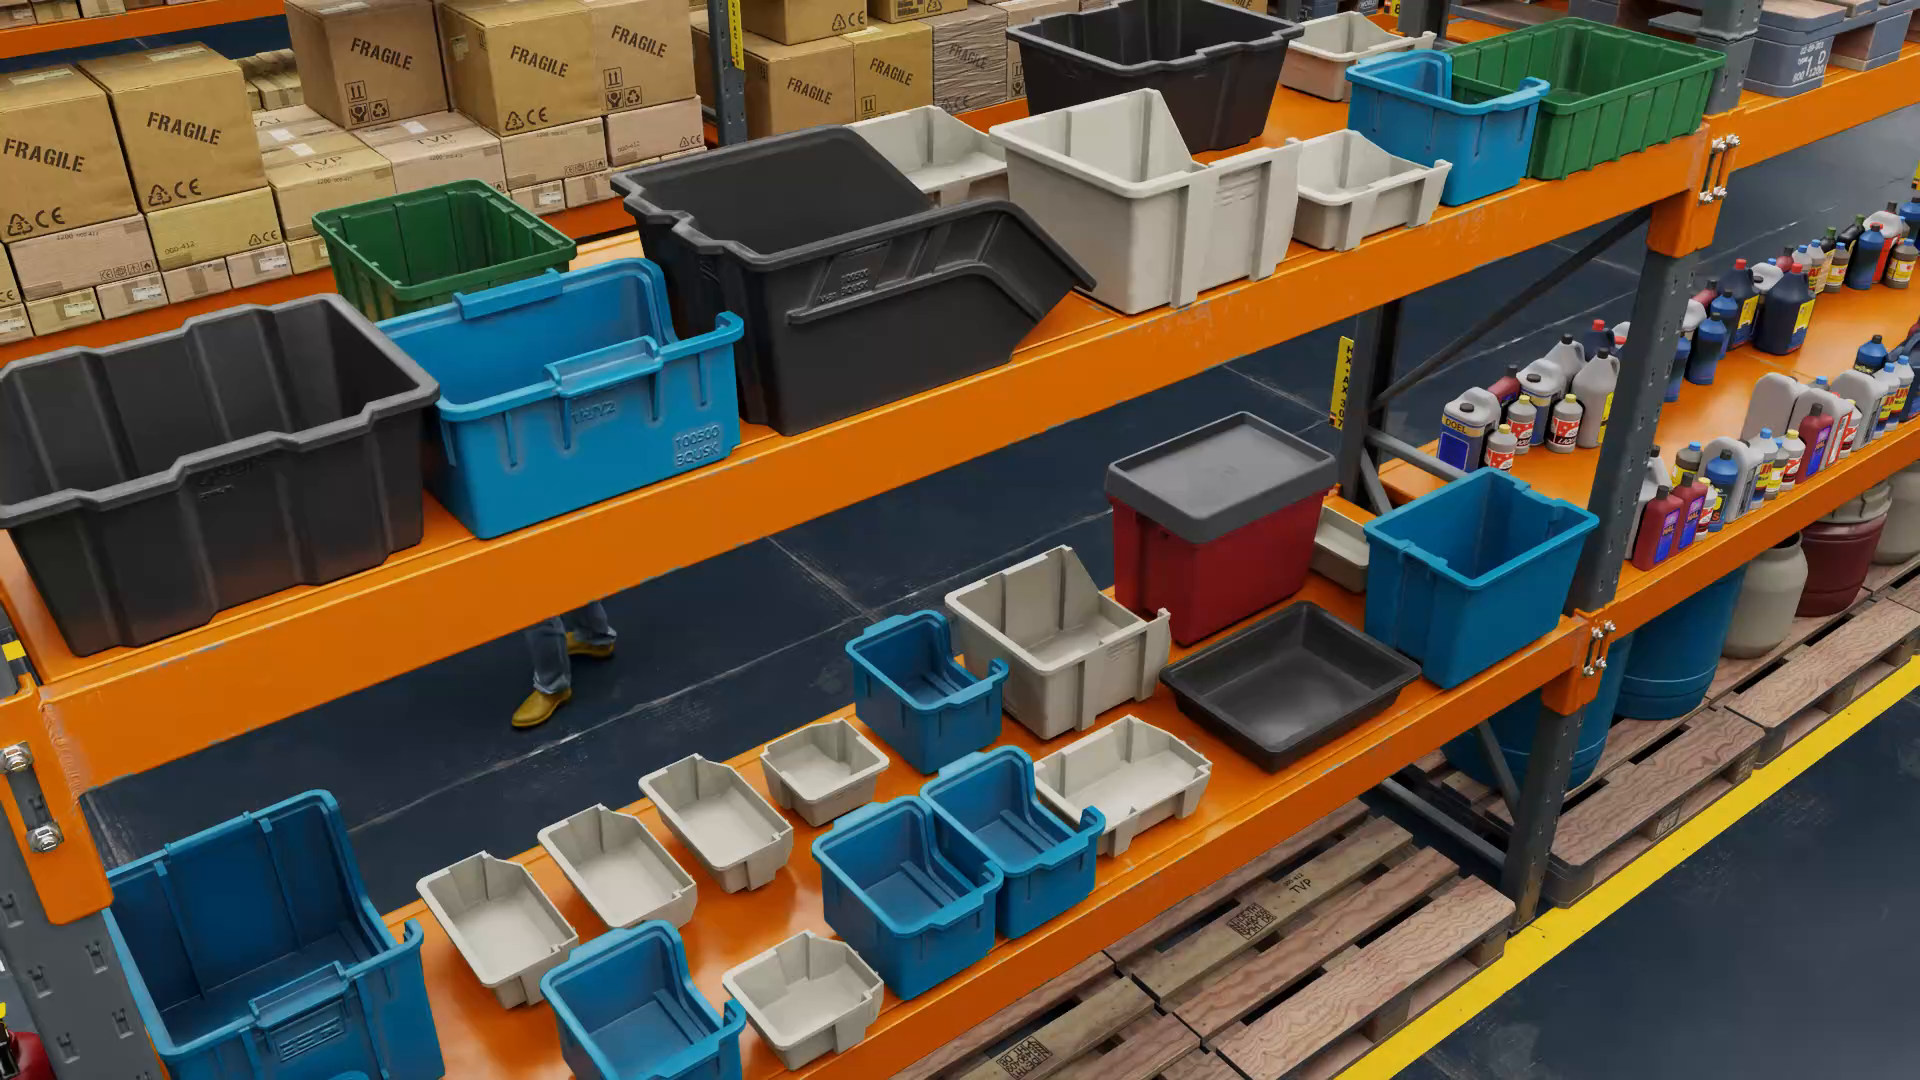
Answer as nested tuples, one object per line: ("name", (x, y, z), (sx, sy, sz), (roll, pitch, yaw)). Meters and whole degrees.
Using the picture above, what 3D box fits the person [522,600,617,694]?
("person", (-1.608, -0.176, 6.345), (0.517, 1.693, 0.590), (-23, 39, -32))
